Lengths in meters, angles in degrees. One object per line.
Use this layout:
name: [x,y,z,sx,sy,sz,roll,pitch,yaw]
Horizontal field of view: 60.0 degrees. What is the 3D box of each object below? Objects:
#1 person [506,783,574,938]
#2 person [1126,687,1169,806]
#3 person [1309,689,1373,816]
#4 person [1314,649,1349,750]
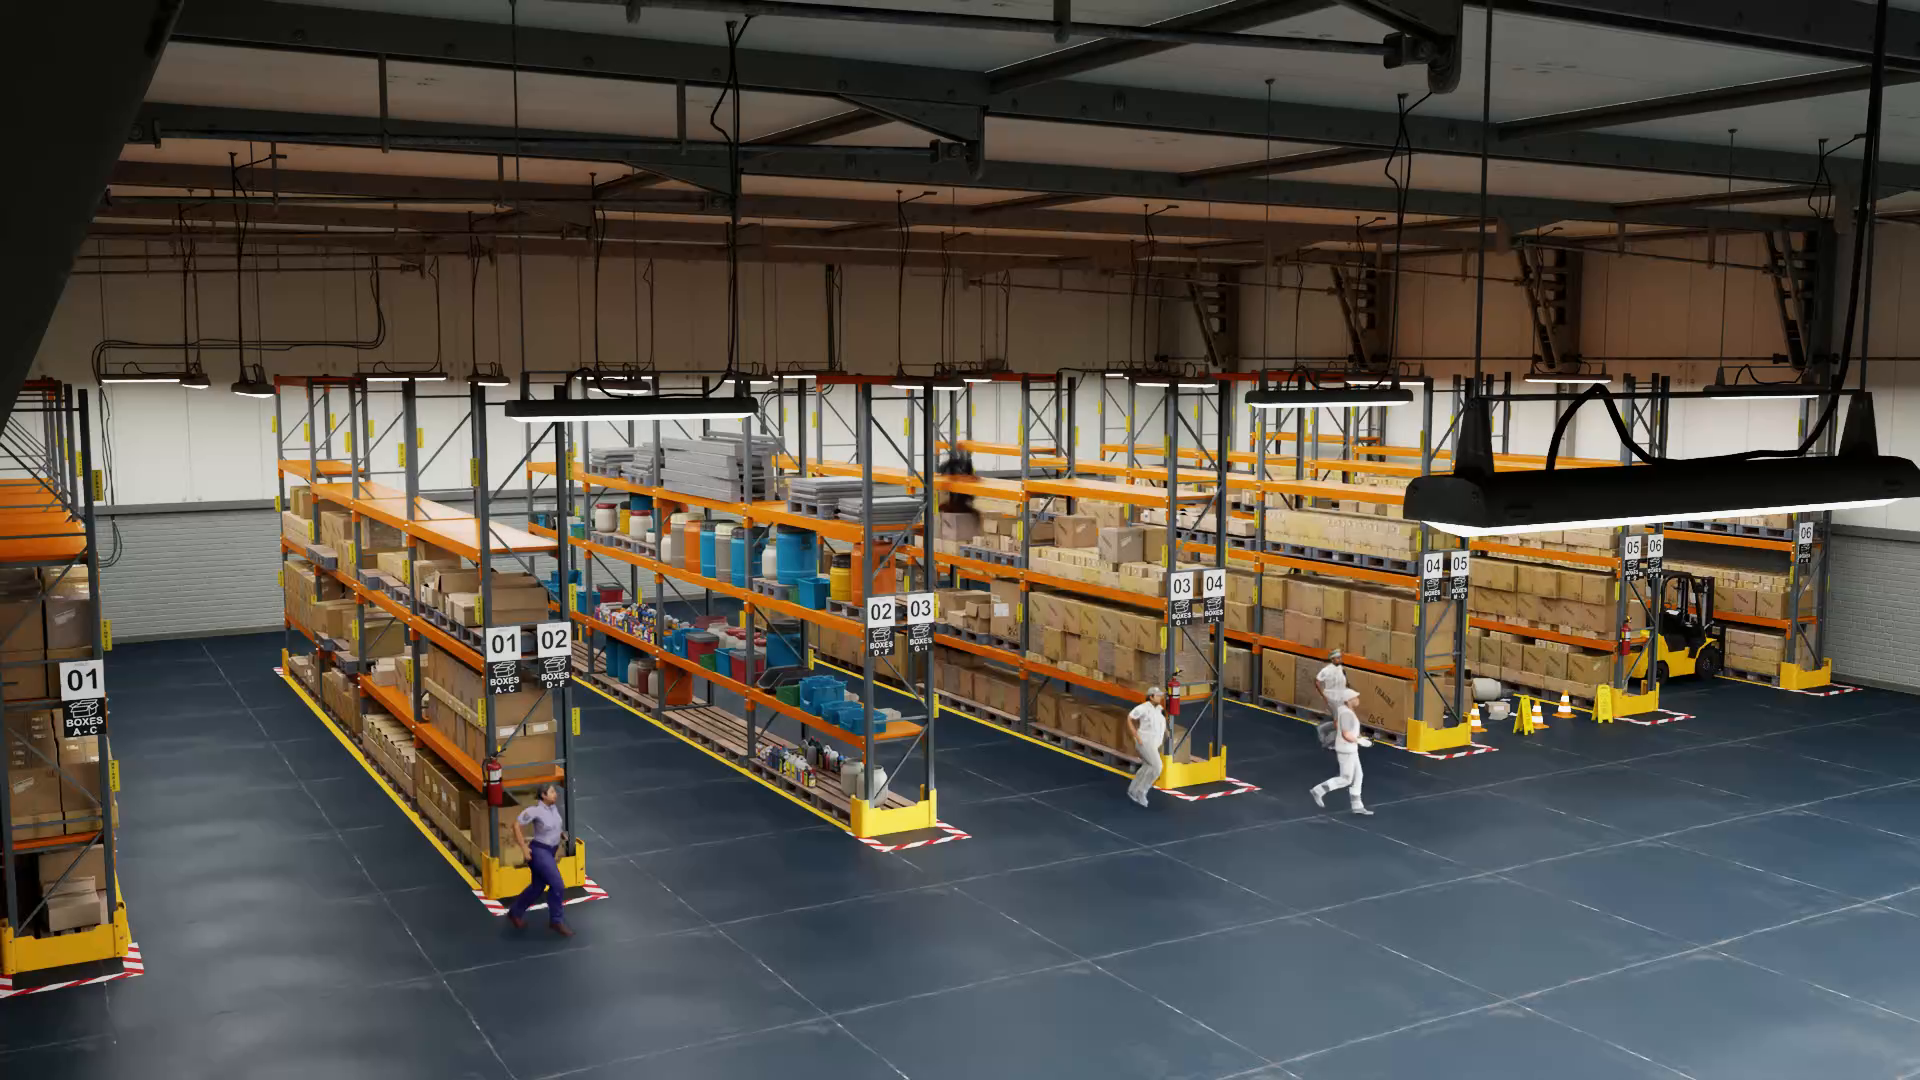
person: [-4.621,3.514,18.457,0.839,1.642,0.628,1,6,9]
person: [2.706,2.933,23.778,0.633,1.666,0.633,5,8,36]
person: [5.314,2.937,23.097,0.886,1.782,0.665,1,6,10]
person: [6.090,2.571,26.917,0.511,1.634,0.587,6,8,43]
